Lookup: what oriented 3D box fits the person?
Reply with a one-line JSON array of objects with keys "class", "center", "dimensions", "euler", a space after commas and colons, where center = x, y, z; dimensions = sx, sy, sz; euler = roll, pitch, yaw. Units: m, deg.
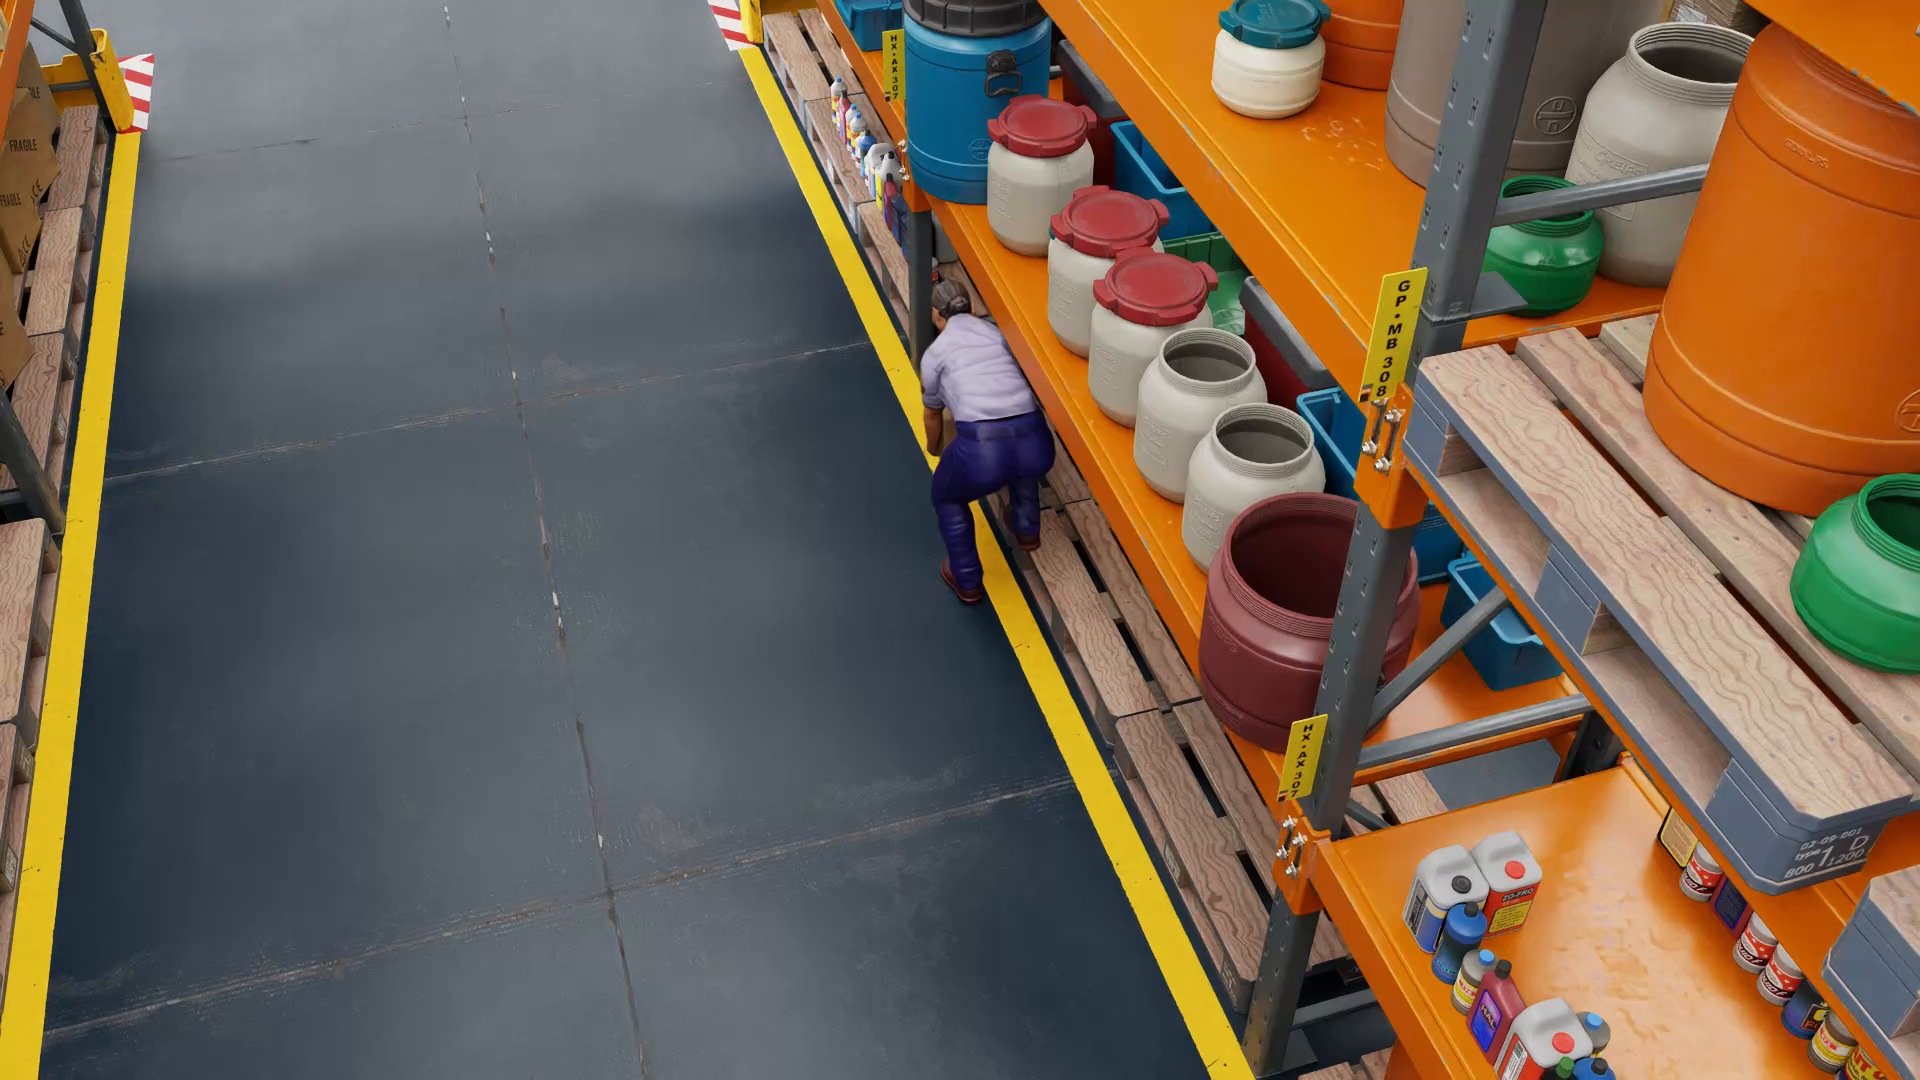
[{"class": "person", "center": [0.099, -0.395, 6.933], "dimensions": [0.513, 1.202, 0.857], "euler": [-13, 44, -14]}]
